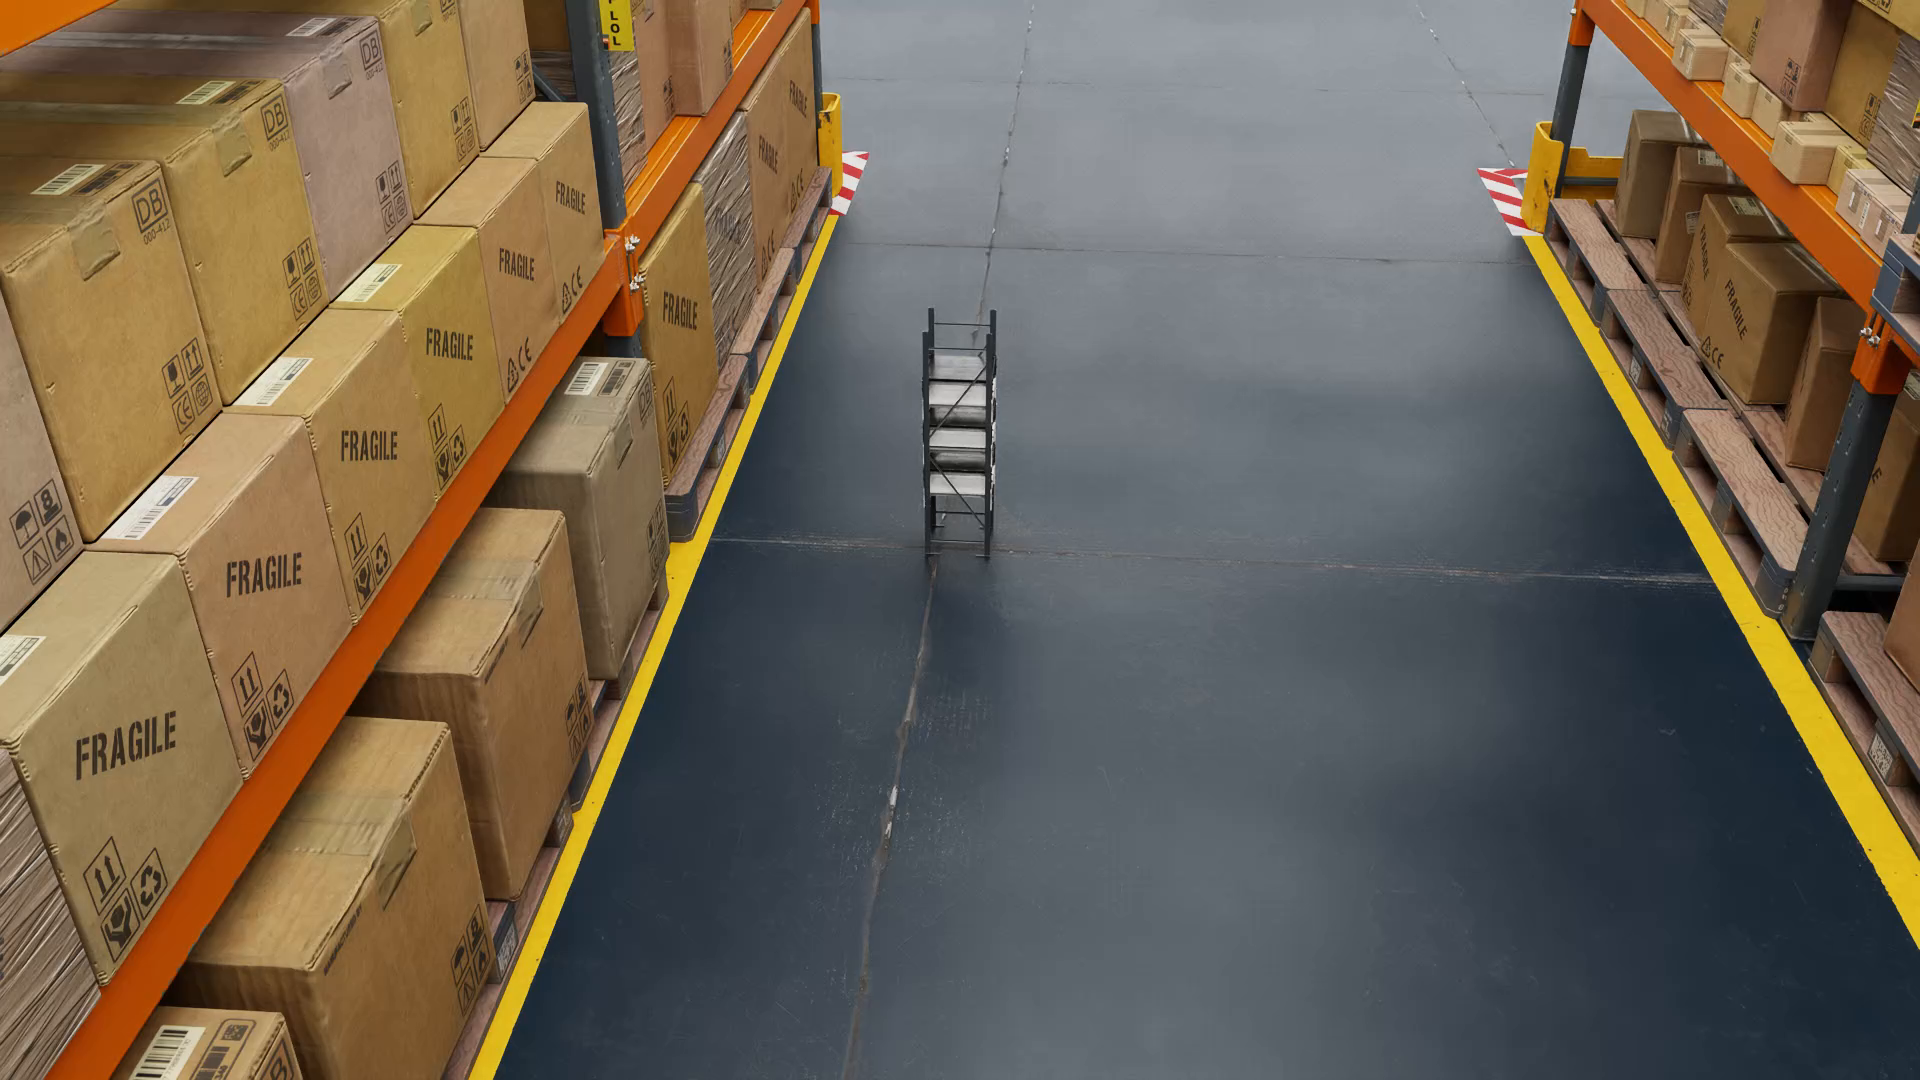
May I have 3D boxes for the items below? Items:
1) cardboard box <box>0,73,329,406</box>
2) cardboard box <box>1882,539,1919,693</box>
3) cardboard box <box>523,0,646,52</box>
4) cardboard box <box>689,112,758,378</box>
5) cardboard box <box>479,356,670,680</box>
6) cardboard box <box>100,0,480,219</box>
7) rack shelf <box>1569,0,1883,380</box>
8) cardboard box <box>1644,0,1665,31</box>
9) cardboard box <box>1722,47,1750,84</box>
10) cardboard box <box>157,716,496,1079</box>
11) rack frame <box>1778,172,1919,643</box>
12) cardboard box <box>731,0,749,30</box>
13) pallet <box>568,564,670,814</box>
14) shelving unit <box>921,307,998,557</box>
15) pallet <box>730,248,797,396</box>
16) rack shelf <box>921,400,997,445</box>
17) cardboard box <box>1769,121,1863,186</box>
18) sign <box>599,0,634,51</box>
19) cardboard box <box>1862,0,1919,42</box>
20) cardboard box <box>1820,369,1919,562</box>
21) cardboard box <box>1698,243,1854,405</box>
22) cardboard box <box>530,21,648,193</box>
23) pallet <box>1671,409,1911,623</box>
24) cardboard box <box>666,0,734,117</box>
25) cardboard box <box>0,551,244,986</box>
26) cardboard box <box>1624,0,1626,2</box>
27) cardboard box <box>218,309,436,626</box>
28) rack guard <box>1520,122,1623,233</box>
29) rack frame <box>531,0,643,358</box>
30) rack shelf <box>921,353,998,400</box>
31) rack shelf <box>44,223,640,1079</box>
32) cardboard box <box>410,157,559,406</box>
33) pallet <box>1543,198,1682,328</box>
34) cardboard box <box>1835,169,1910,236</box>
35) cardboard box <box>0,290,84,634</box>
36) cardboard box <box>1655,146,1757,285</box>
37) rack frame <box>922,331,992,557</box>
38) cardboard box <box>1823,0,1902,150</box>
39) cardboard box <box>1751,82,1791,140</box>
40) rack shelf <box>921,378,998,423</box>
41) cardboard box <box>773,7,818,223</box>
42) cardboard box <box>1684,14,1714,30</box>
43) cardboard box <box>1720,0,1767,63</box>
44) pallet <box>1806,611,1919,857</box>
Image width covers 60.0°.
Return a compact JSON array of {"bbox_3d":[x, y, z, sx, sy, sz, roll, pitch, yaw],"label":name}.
[{"bbox_3d":[-1.752,-0.615,3.341,0.700,0.500,0.500,2,32,3],"label":"cardboard box"},{"bbox_3d":[3.270,0.258,4.936,0.700,0.500,0.500,0,32,0],"label":"cardboard box"},{"bbox_3d":[-1.529,-1.919,5.333,0.875,0.550,0.550,2,32,4],"label":"cardboard box"},{"bbox_3d":[-1.403,-1.276,7.086,0.875,0.875,0.875,3,32,4],"label":"cardboard box"},{"bbox_3d":[-1.554,-0.097,5.292,1.050,0.750,0.750,2,32,4],"label":"cardboard box"},{"bbox_3d":[-1.668,-1.143,4.198,0.700,0.500,0.500,2,32,3],"label":"cardboard box"},{"bbox_3d":[3.505,-1.679,6.801,1.077,0.370,4.000,2,32,4],"label":"rack shelf"},{"bbox_3d":[3.332,-2.394,7.514,0.380,0.149,0.250,2,32,4],"label":"cardboard box"},{"bbox_3d":[3.300,-1.869,6.662,0.380,0.149,0.250,2,32,4],"label":"cardboard box"},{"bbox_3d":[-1.712,0.895,3.683,1.050,0.750,0.750,3,32,5],"label":"cardboard box"},{"bbox_3d":[3.342,-0.939,4.915,1.000,3.000,0.127,2,32,4],"label":"rack frame"},{"bbox_3d":[-1.447,-2.588,7.447,0.875,0.550,0.550,2,32,4],"label":"cardboard box"},{"bbox_3d":[-1.581,0.390,5.416,1.003,0.211,1.213,2,32,4],"label":"pallet"},{"bbox_3d":[-0.001,-0.379,6.007,0.258,0.900,0.210,2,32,4],"label":"shelving unit"},{"bbox_3d":[-1.357,-1.051,7.754,1.003,0.211,1.213,2,32,4],"label":"pallet"},{"bbox_3d":[-0.001,-0.427,5.977,0.258,0.077,0.200,2,32,4],"label":"rack shelf"},{"bbox_3d":[3.086,-1.351,5.823,0.380,0.149,0.250,2,32,4],"label":"cardboard box"},{"bbox_3d":[-1.052,-1.645,5.032,0.100,0.325,0.005,2,32,4],"label":"sign"},{"bbox_3d":[3.104,-1.781,4.950,0.500,0.500,0.500,2,32,4],"label":"cardboard box"},{"bbox_3d":[3.414,-0.261,5.797,0.500,0.500,0.500,2,32,2],"label":"cardboard box"},{"bbox_3d":[3.426,-0.889,6.816,0.500,0.500,0.500,0,32,0],"label":"cardboard box"},{"bbox_3d":[-1.575,-1.461,5.619,0.875,0.550,0.550,2,32,4],"label":"cardboard box"},{"bbox_3d":[3.361,-0.105,6.219,1.003,0.211,1.213,2,32,4],"label":"pallet"},{"bbox_3d":[-1.392,-2.027,6.538,0.875,0.550,0.550,2,32,4],"label":"cardboard box"},{"bbox_3d":[-1.575,0.356,2.718,0.500,0.500,0.500,2,32,4],"label":"cardboard box"},{"bbox_3d":[3.367,-2.655,7.939,0.380,0.149,0.250,2,32,4],"label":"cardboard box"},{"bbox_3d":[-1.491,-0.168,3.569,0.500,0.500,0.500,2,32,3],"label":"cardboard box"},{"bbox_3d":[3.661,-1.927,8.901,1.175,0.500,0.348,2,32,4],"label":"rack guard"},{"bbox_3d":[-1.593,-1.204,5.345,1.000,3.000,0.127,2,32,4],"label":"rack frame"},{"bbox_3d":[-0.001,-0.580,5.883,0.258,0.077,0.200,2,32,4],"label":"rack shelf"},{"bbox_3d":[-1.756,0.148,3.837,1.077,0.370,4.000,2,32,4],"label":"rack shelf"},{"bbox_3d":[-1.411,-0.698,4.429,0.500,0.500,0.500,2,32,3],"label":"cardboard box"},{"bbox_3d":[3.560,-1.381,8.289,1.003,0.211,1.213,2,32,4],"label":"pallet"},{"bbox_3d":[3.096,-1.088,5.395,0.380,0.149,0.250,2,32,4],"label":"cardboard box"},{"bbox_3d":[-1.833,-0.080,2.472,0.700,0.500,0.500,2,32,3],"label":"cardboard box"},{"bbox_3d":[3.586,-1.506,7.817,0.500,0.500,0.500,11,33,17],"label":"cardboard box"},{"bbox_3d":[-0.009,-0.326,5.921,0.240,0.900,0.006,2,32,4],"label":"rack frame"},{"bbox_3d":[3.516,-1.601,5.610,0.875,0.500,0.500,2,32,4],"label":"cardboard box"},{"bbox_3d":[3.218,-1.609,6.241,0.380,0.149,0.250,2,32,4],"label":"cardboard box"},{"bbox_3d":[-0.001,-0.504,5.930,0.258,0.077,0.200,2,32,4],"label":"rack shelf"},{"bbox_3d":[-1.257,-2.213,8.606,0.875,0.875,0.875,3,32,4],"label":"cardboard box"},{"bbox_3d":[3.312,-2.131,7.089,0.380,0.149,0.250,2,32,4],"label":"cardboard box"},{"bbox_3d":[3.538,-2.127,6.463,0.875,0.500,0.500,2,32,4],"label":"cardboard box"},{"bbox_3d":[3.280,0.655,4.986,1.003,0.211,1.213,2,32,4],"label":"pallet"}]
